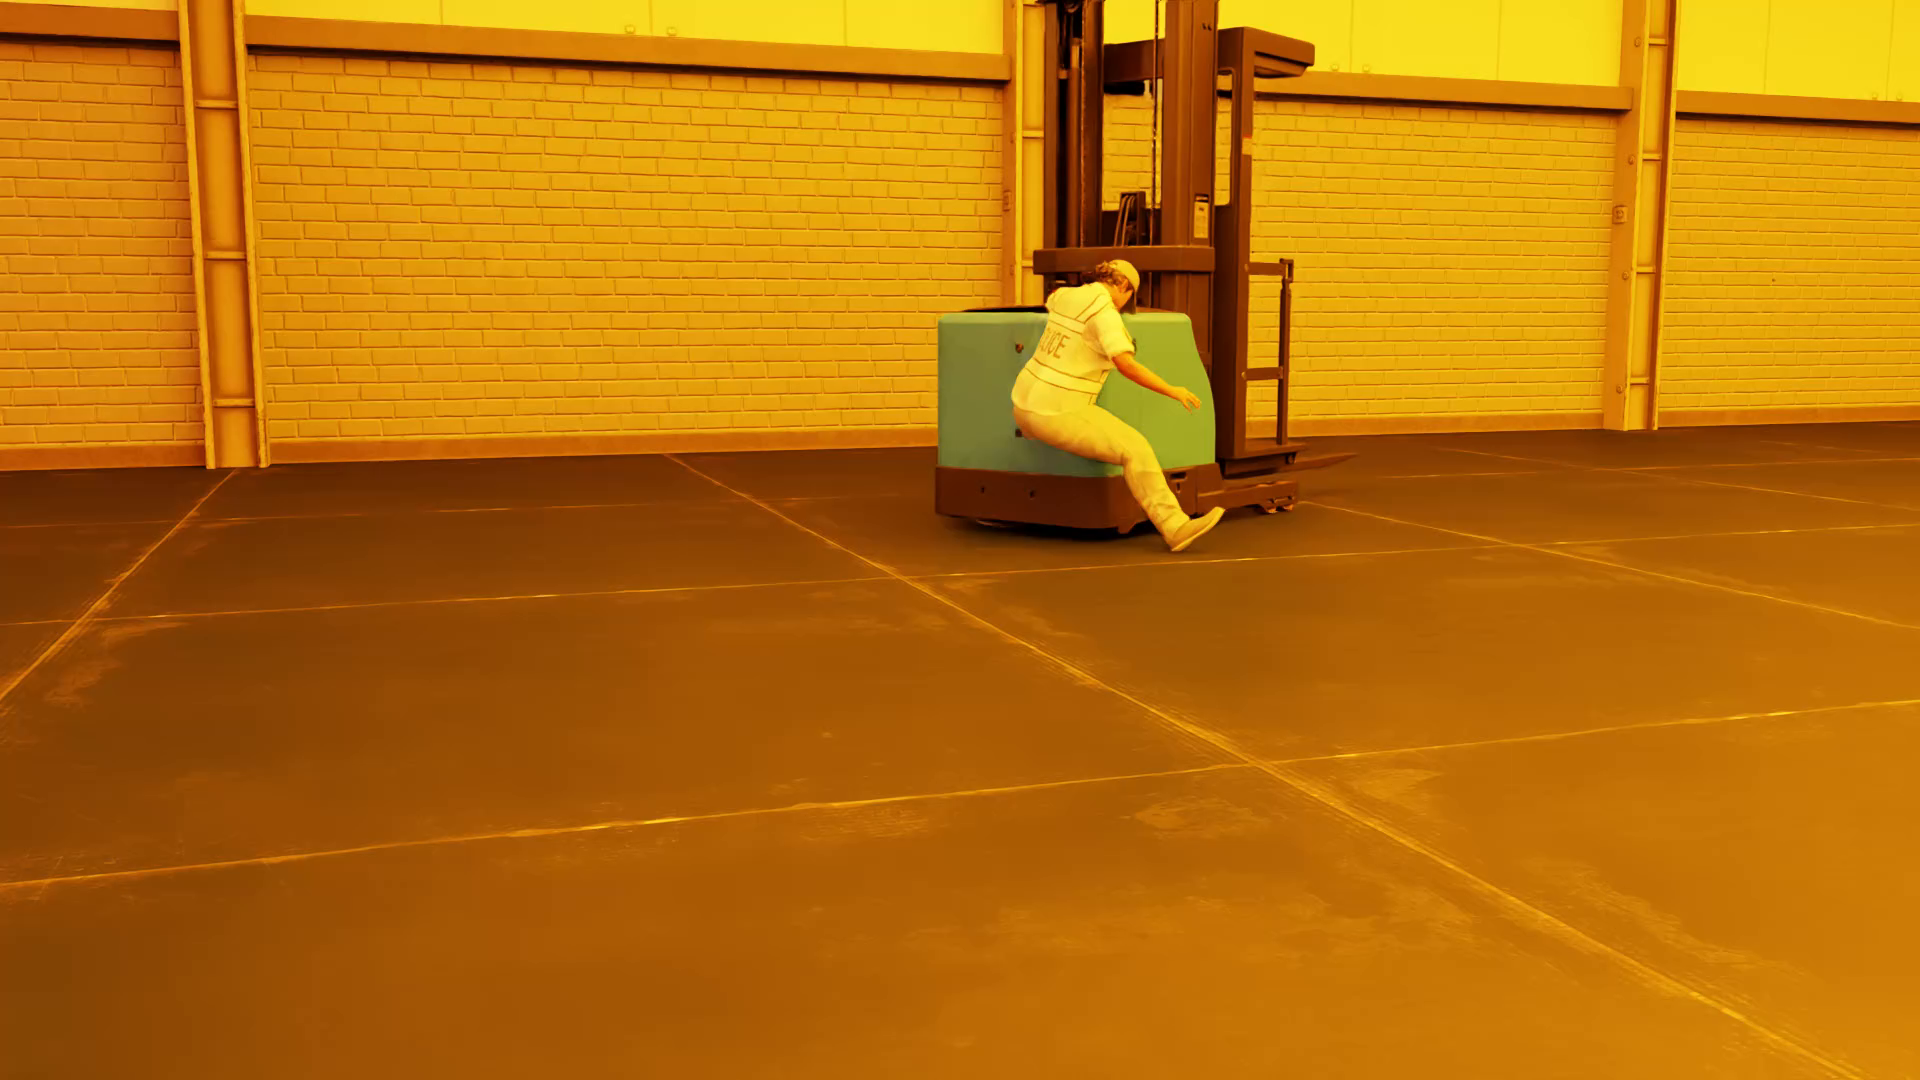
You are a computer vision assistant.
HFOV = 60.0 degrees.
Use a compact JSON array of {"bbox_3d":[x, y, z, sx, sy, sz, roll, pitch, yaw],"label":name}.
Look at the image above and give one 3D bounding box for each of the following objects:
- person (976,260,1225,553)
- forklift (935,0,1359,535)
[{"bbox_3d":[0.632,-0.647,7.876,0.869,1.341,1.265,-2,8,-14],"label":"person"},{"bbox_3d":[1.205,-1.629,9.026,1.130,2.935,3.031,6,10,40],"label":"forklift"}]
